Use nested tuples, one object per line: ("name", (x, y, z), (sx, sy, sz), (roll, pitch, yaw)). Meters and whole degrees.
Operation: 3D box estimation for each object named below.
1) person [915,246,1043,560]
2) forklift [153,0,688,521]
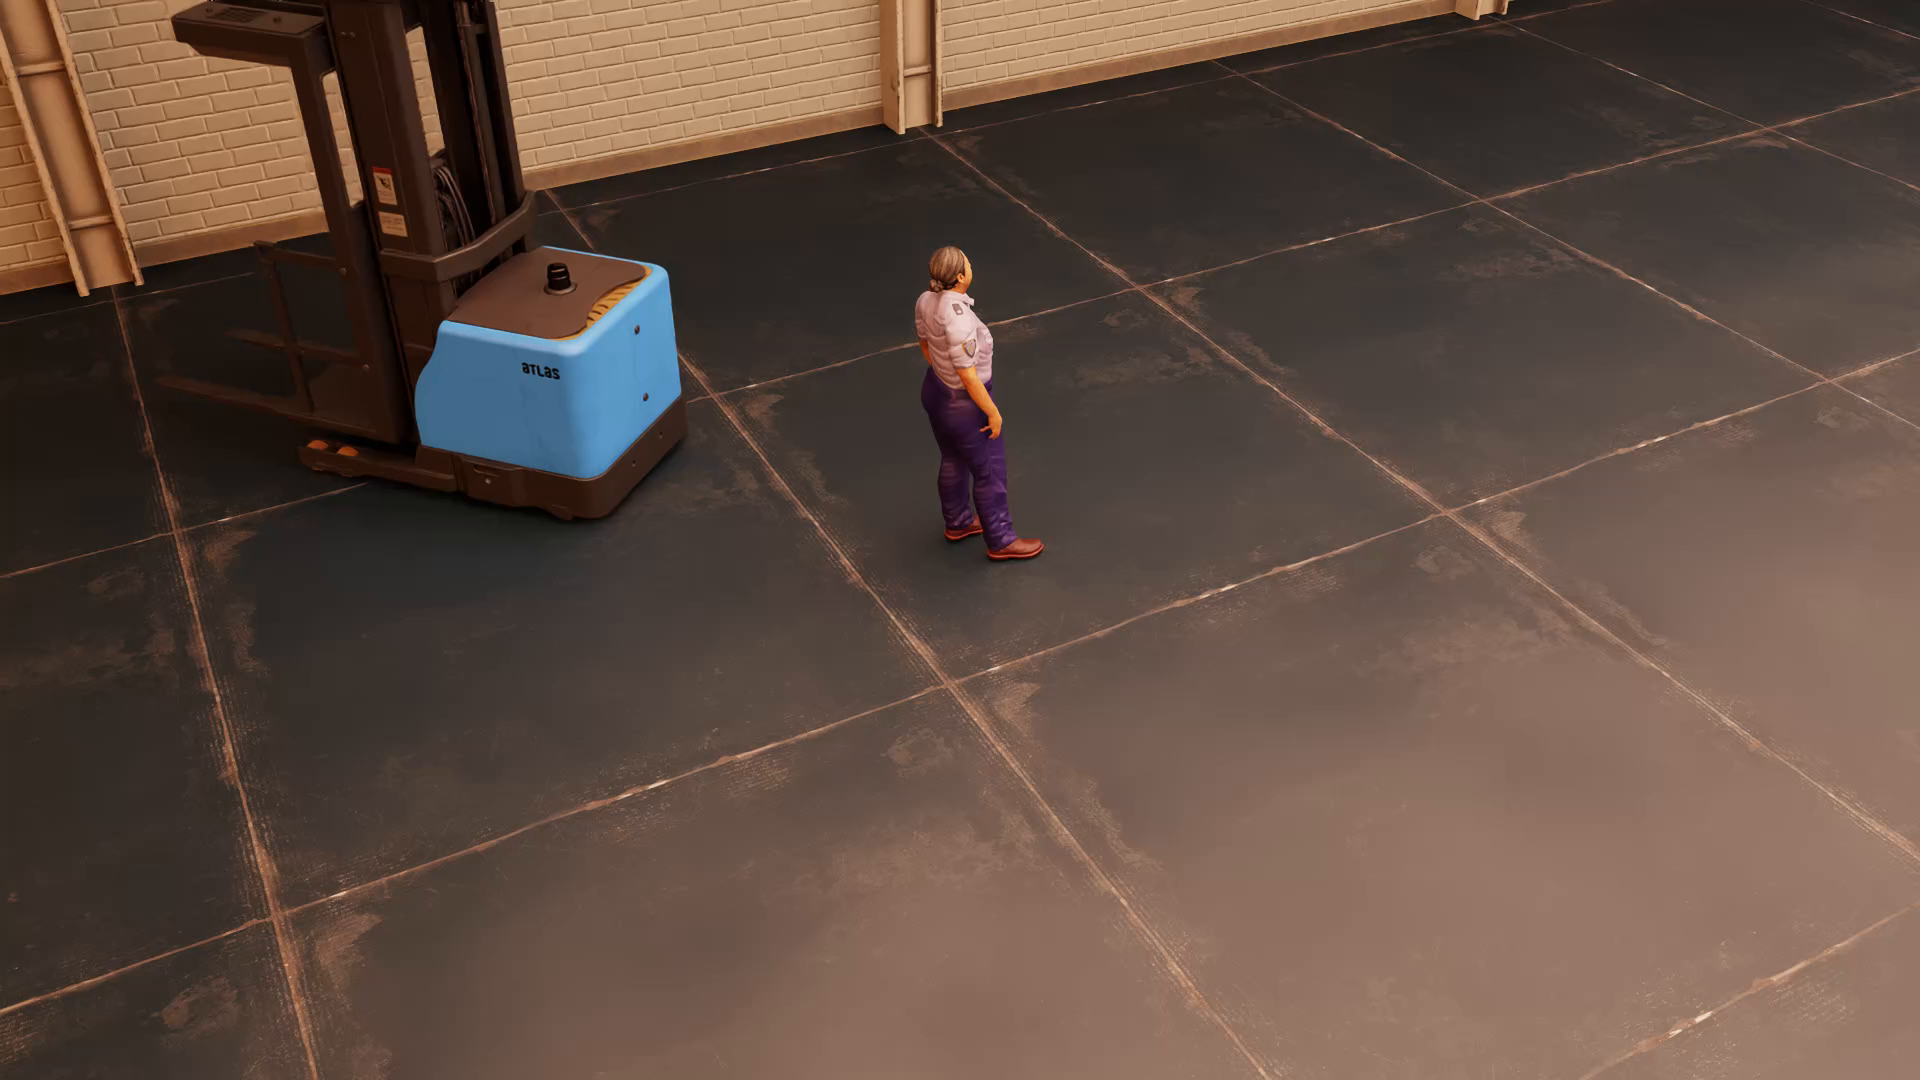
("person", (0.090, -0.691, 8.201), (0.502, 1.651, 0.598), (-17, 39, -23))
("forklift", (-3.115, -1.815, 8.691), (3.031, 2.935, 1.130), (12, 37, 16))
